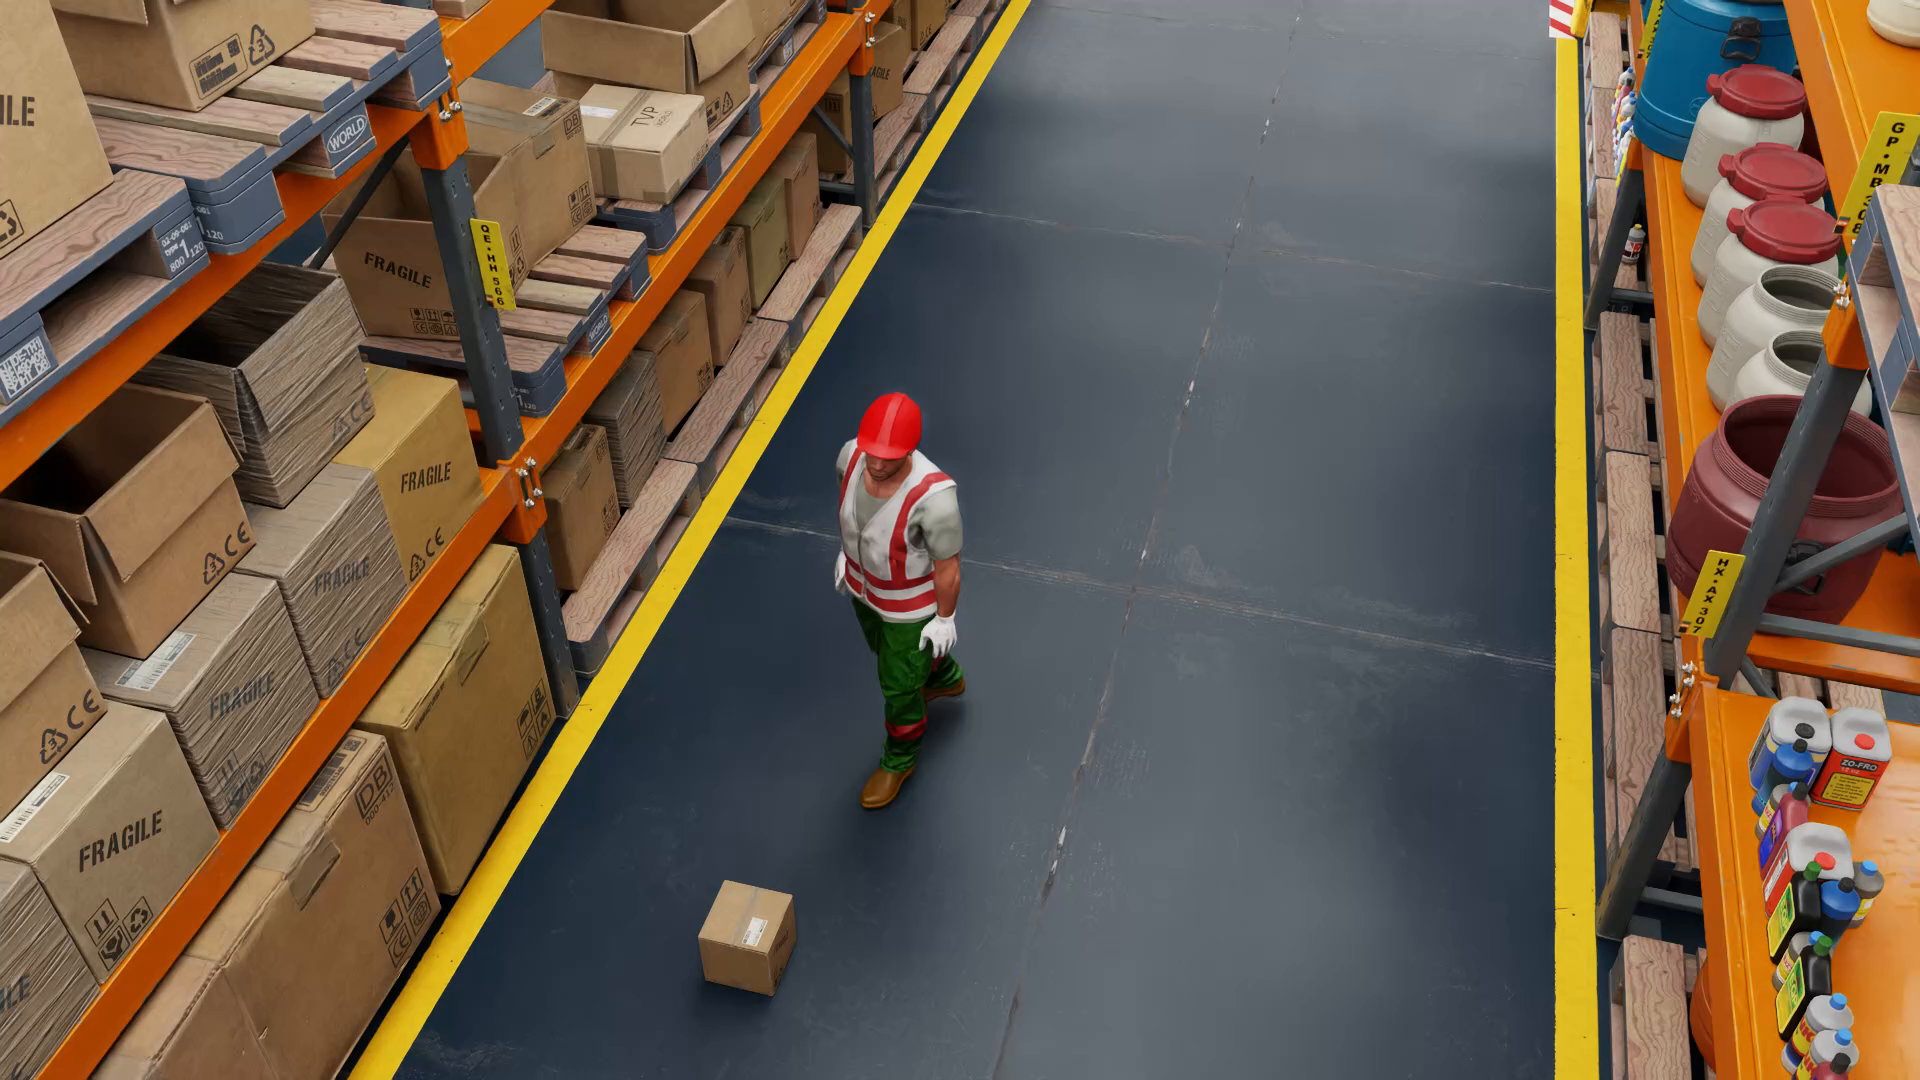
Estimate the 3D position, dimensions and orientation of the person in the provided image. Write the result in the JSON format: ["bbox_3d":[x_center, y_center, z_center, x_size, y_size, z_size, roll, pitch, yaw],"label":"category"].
[{"bbox_3d":[-0.191,0.151,5.963,0.685,1.781,0.574,-31,49,-31],"label":"person"}]
